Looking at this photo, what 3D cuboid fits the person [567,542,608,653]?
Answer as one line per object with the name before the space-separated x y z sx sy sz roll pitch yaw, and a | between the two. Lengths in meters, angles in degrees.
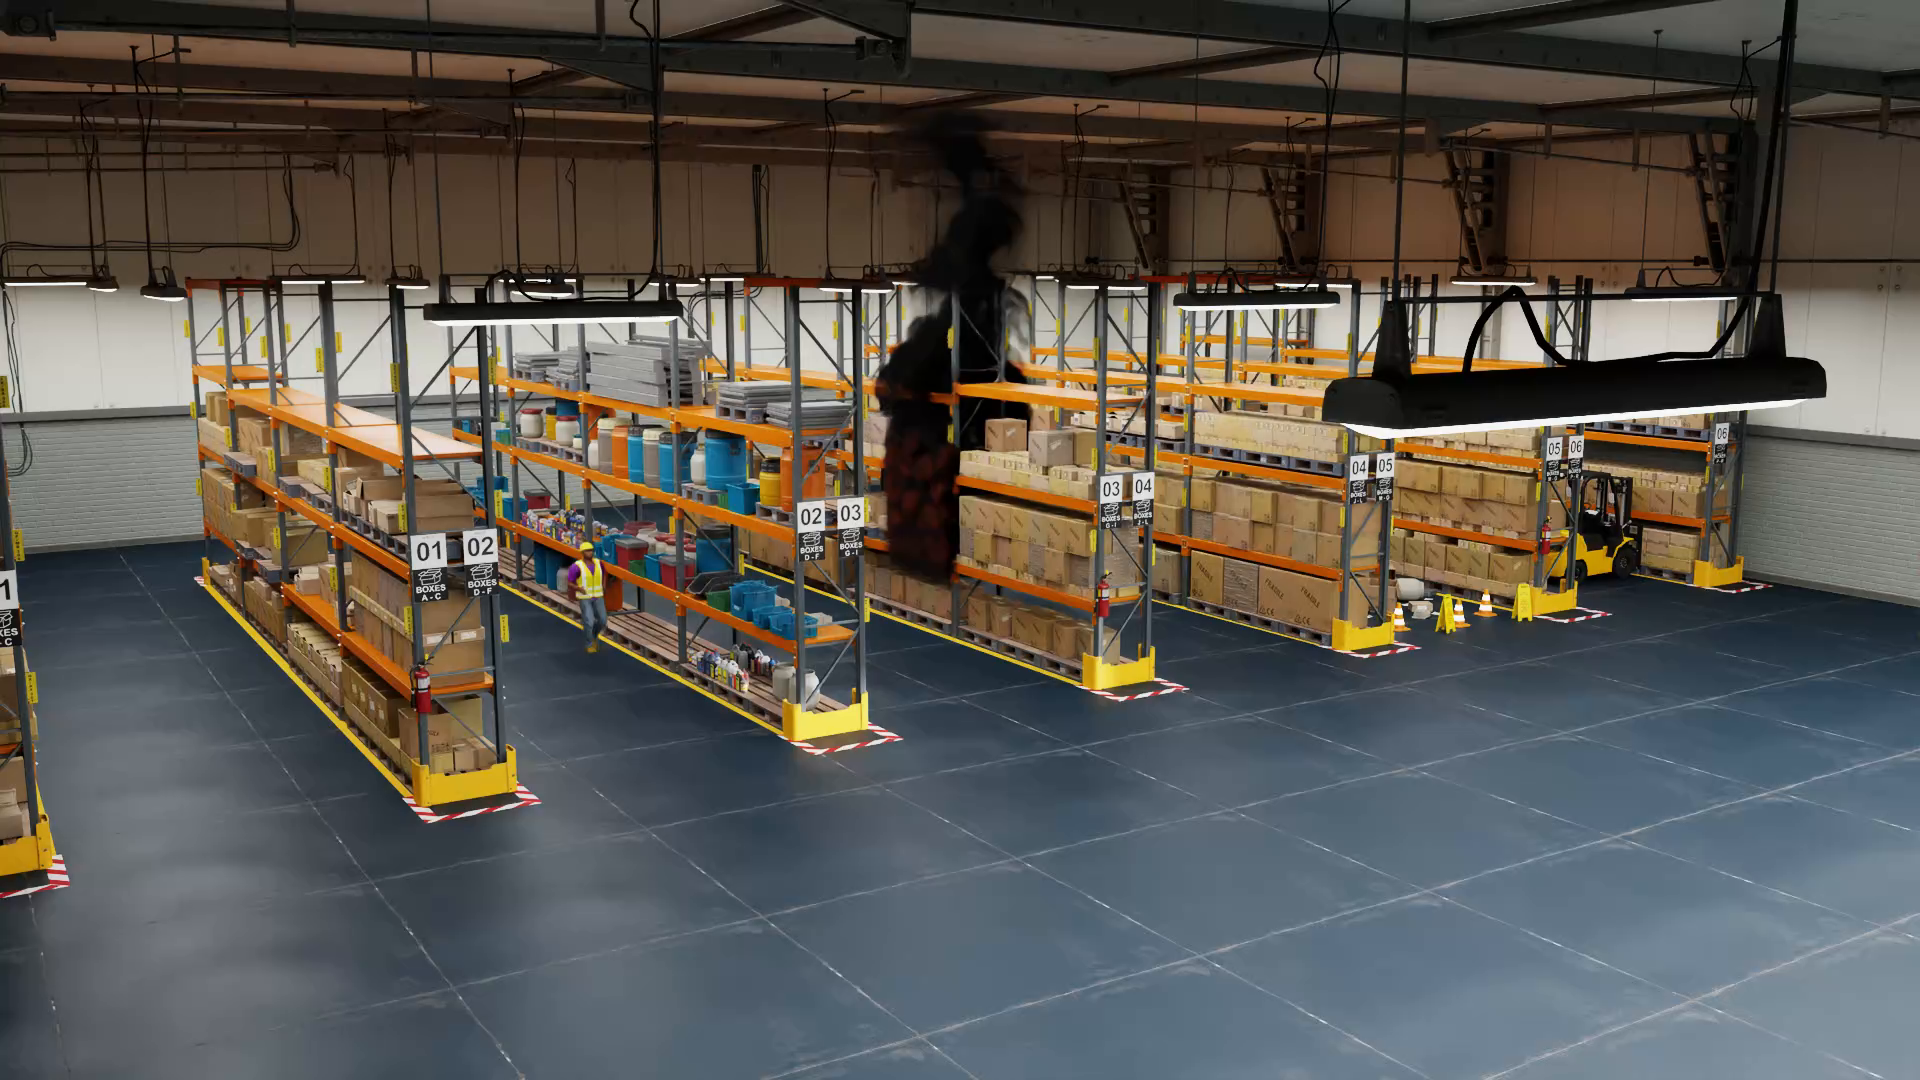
person | -5.692 0.906 25.712 0.692 1.756 0.556 -7 12 -36
